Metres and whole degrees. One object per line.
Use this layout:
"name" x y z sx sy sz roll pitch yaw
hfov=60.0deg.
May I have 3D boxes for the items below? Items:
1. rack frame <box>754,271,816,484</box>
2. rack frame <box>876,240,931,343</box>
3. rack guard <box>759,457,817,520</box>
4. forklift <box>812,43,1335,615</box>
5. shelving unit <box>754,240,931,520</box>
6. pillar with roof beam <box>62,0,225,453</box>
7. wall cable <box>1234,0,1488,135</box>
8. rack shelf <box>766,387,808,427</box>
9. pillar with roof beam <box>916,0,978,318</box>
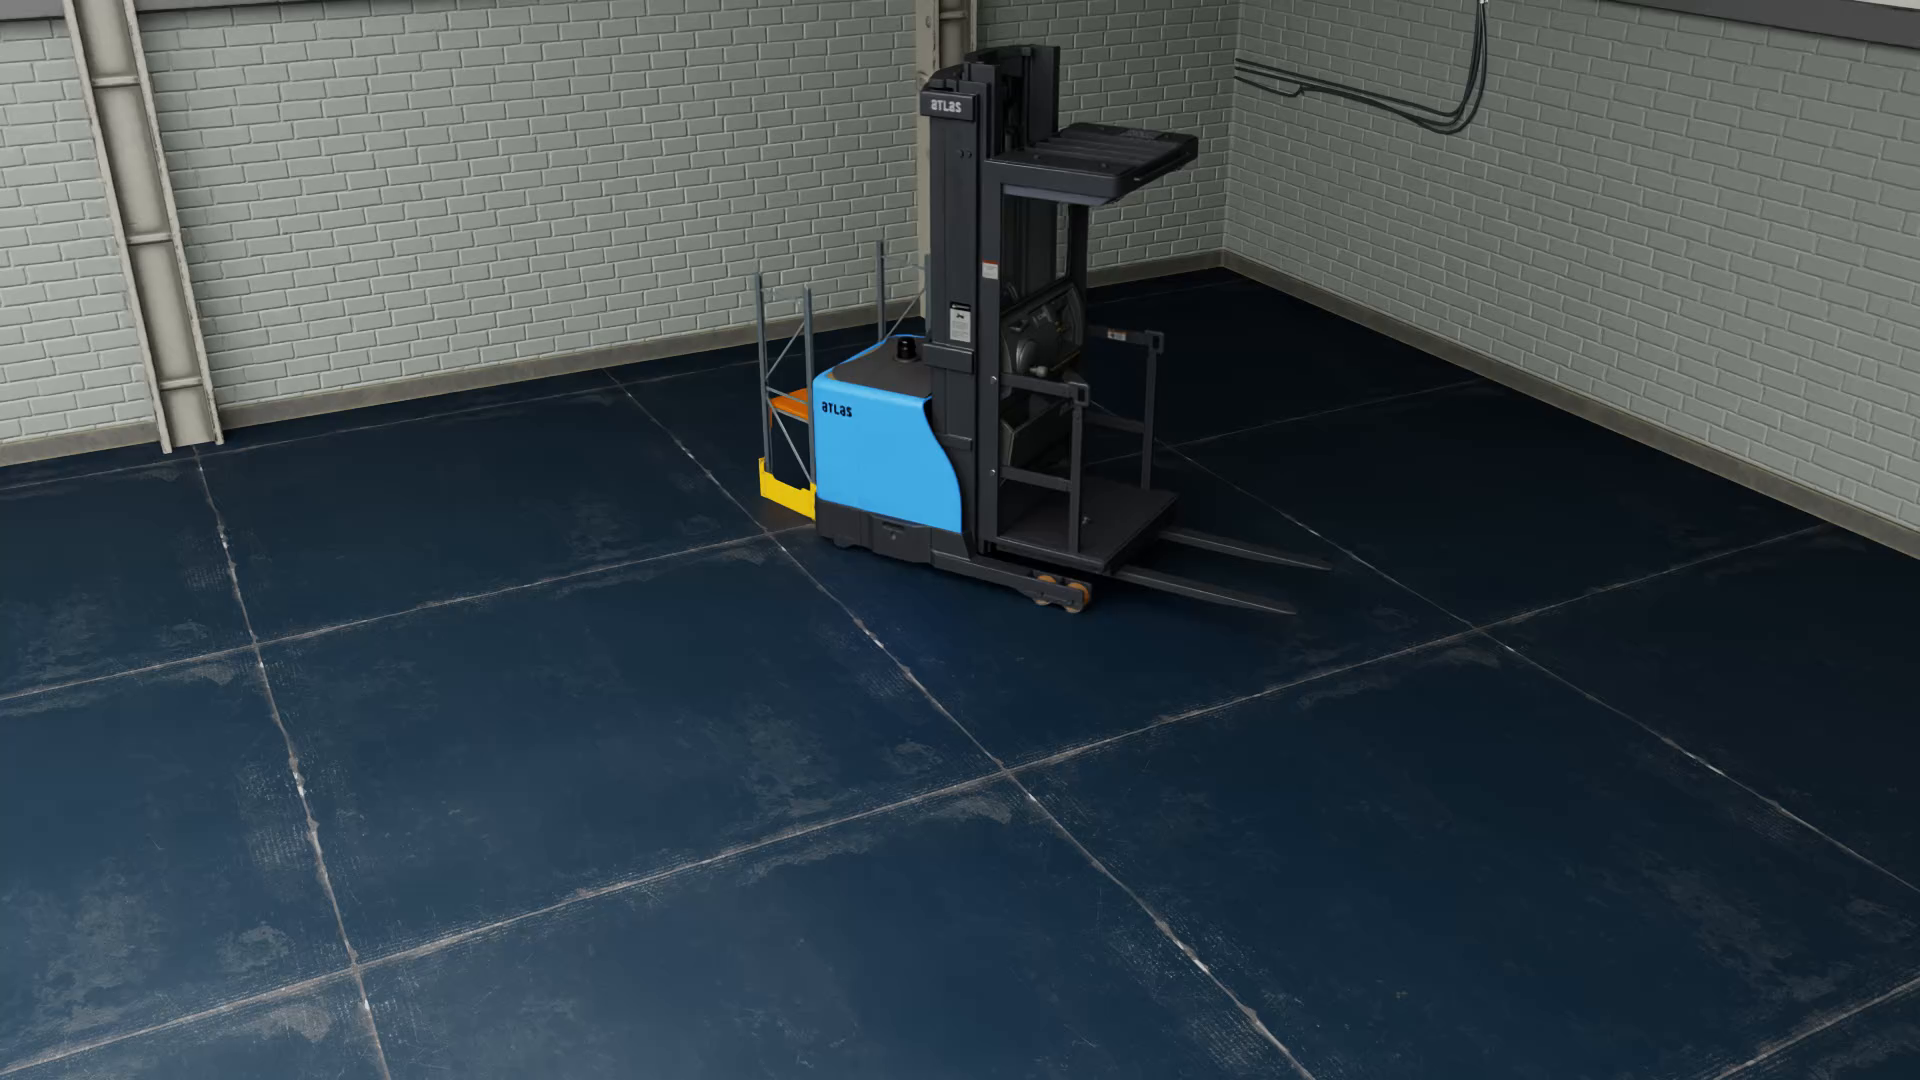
"rack frame" -1.075 -0.895 10.382 0.500 1.500 0.032 23 34 39
"rack frame" -0.360 -1.208 11.034 0.500 1.500 0.032 23 34 39
"rack guard" -1.074 -0.332 10.654 0.587 0.250 0.087 23 34 39
"forklift" 0.651 -1.173 9.307 3.031 2.935 1.130 14 29 26
"shelving unit" -0.724 -1.049 10.702 0.587 1.500 1.083 23 34 39
"pillar with roof beam" -3.375 -3.108 6.327 0.400 9.000 9.100 -13 29 -25
"wall cable" 3.115 -4.670 13.167 0.112 2.526 3.097 -13 29 -25
"rack shelf" -0.717 -0.890 10.786 0.538 0.185 1.000 23 34 39
"pillar with roof beam" 1.919 -4.330 8.872 0.400 9.000 9.100 -13 29 -25
